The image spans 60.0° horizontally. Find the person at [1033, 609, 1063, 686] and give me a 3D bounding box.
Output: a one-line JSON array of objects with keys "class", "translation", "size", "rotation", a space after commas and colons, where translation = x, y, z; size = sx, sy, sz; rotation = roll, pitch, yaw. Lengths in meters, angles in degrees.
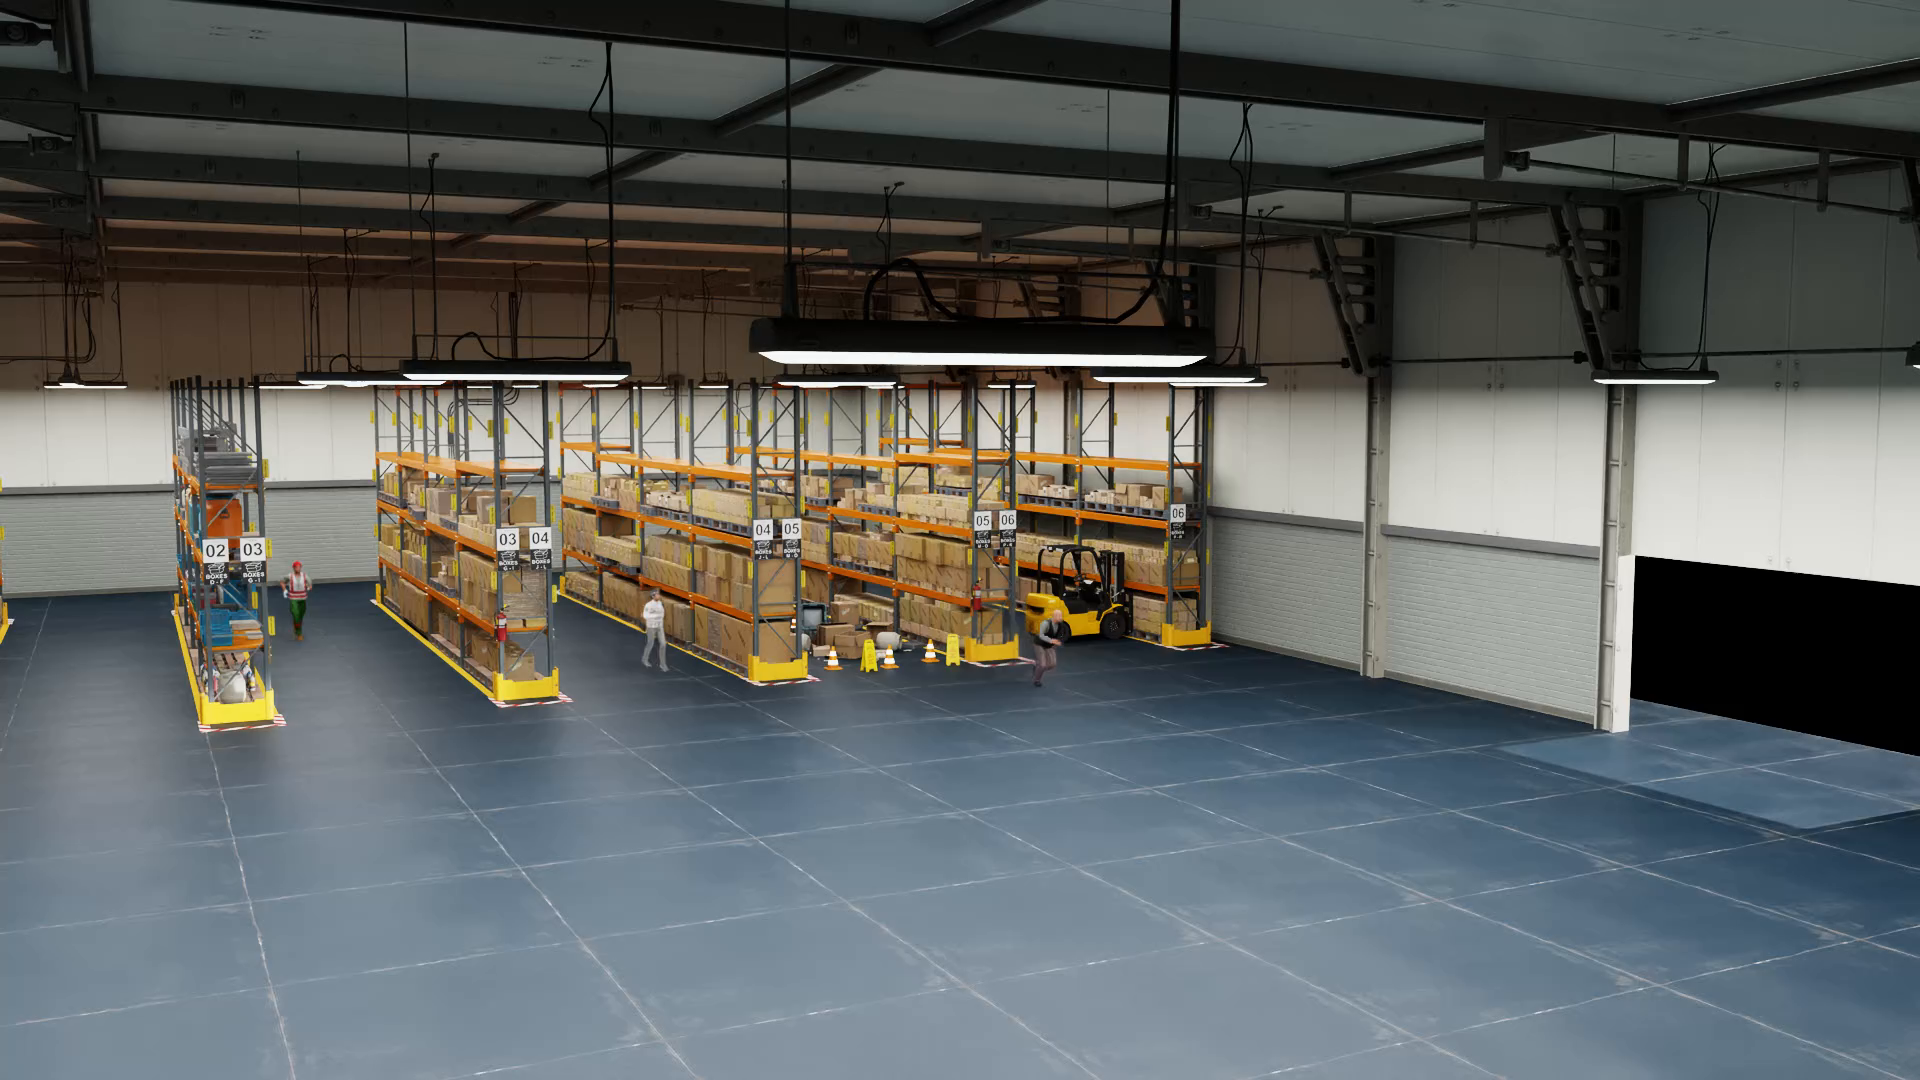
[{"class": "person", "translation": [1.738, 2.088, 32.325], "size": [0.683, 1.537, 0.812], "rotation": [-5, 7, -43]}]

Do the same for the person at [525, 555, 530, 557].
[{"class": "person", "translation": [-11.477, 0.963, 44.378], "size": [0.573, 1.628, 0.758], "rotation": [-3, 6, -32]}]

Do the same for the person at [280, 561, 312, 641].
[{"class": "person", "translation": [-15.327, 1.390, 38.496], "size": [0.652, 1.805, 0.983], "rotation": [-4, 6, -35]}]

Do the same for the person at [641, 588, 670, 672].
[{"class": "person", "translation": [-6.320, 1.844, 34.237], "size": [0.801, 1.742, 0.583], "rotation": [4, 7, 41]}]
